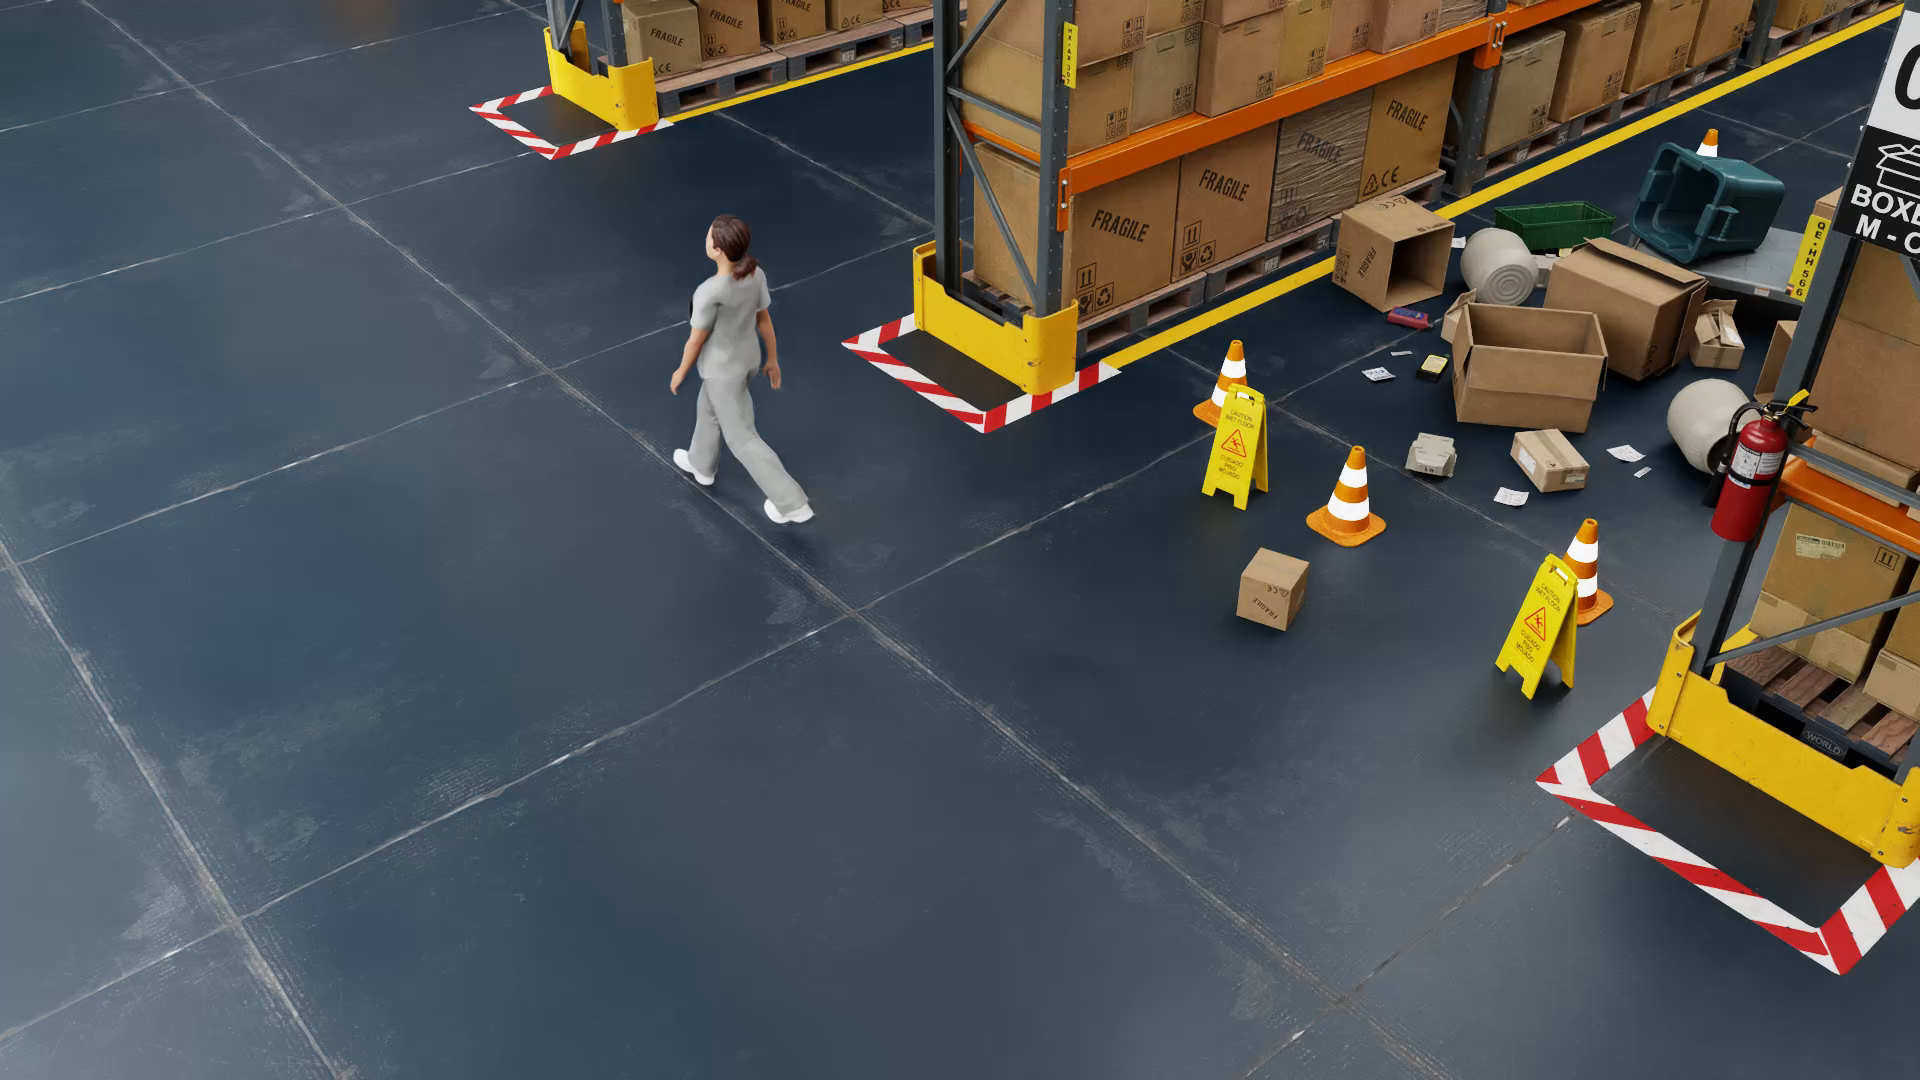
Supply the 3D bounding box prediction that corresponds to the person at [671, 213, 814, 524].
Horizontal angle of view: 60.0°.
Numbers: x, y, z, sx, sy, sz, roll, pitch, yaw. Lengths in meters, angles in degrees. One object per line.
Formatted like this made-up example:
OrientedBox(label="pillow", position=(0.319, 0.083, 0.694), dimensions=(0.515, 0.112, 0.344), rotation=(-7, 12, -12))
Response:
OrientedBox(label="person", position=(-1.155, -0.857, 8.263), dimensions=(1.040, 1.617, 0.454), rotation=(20, 41, 25))
